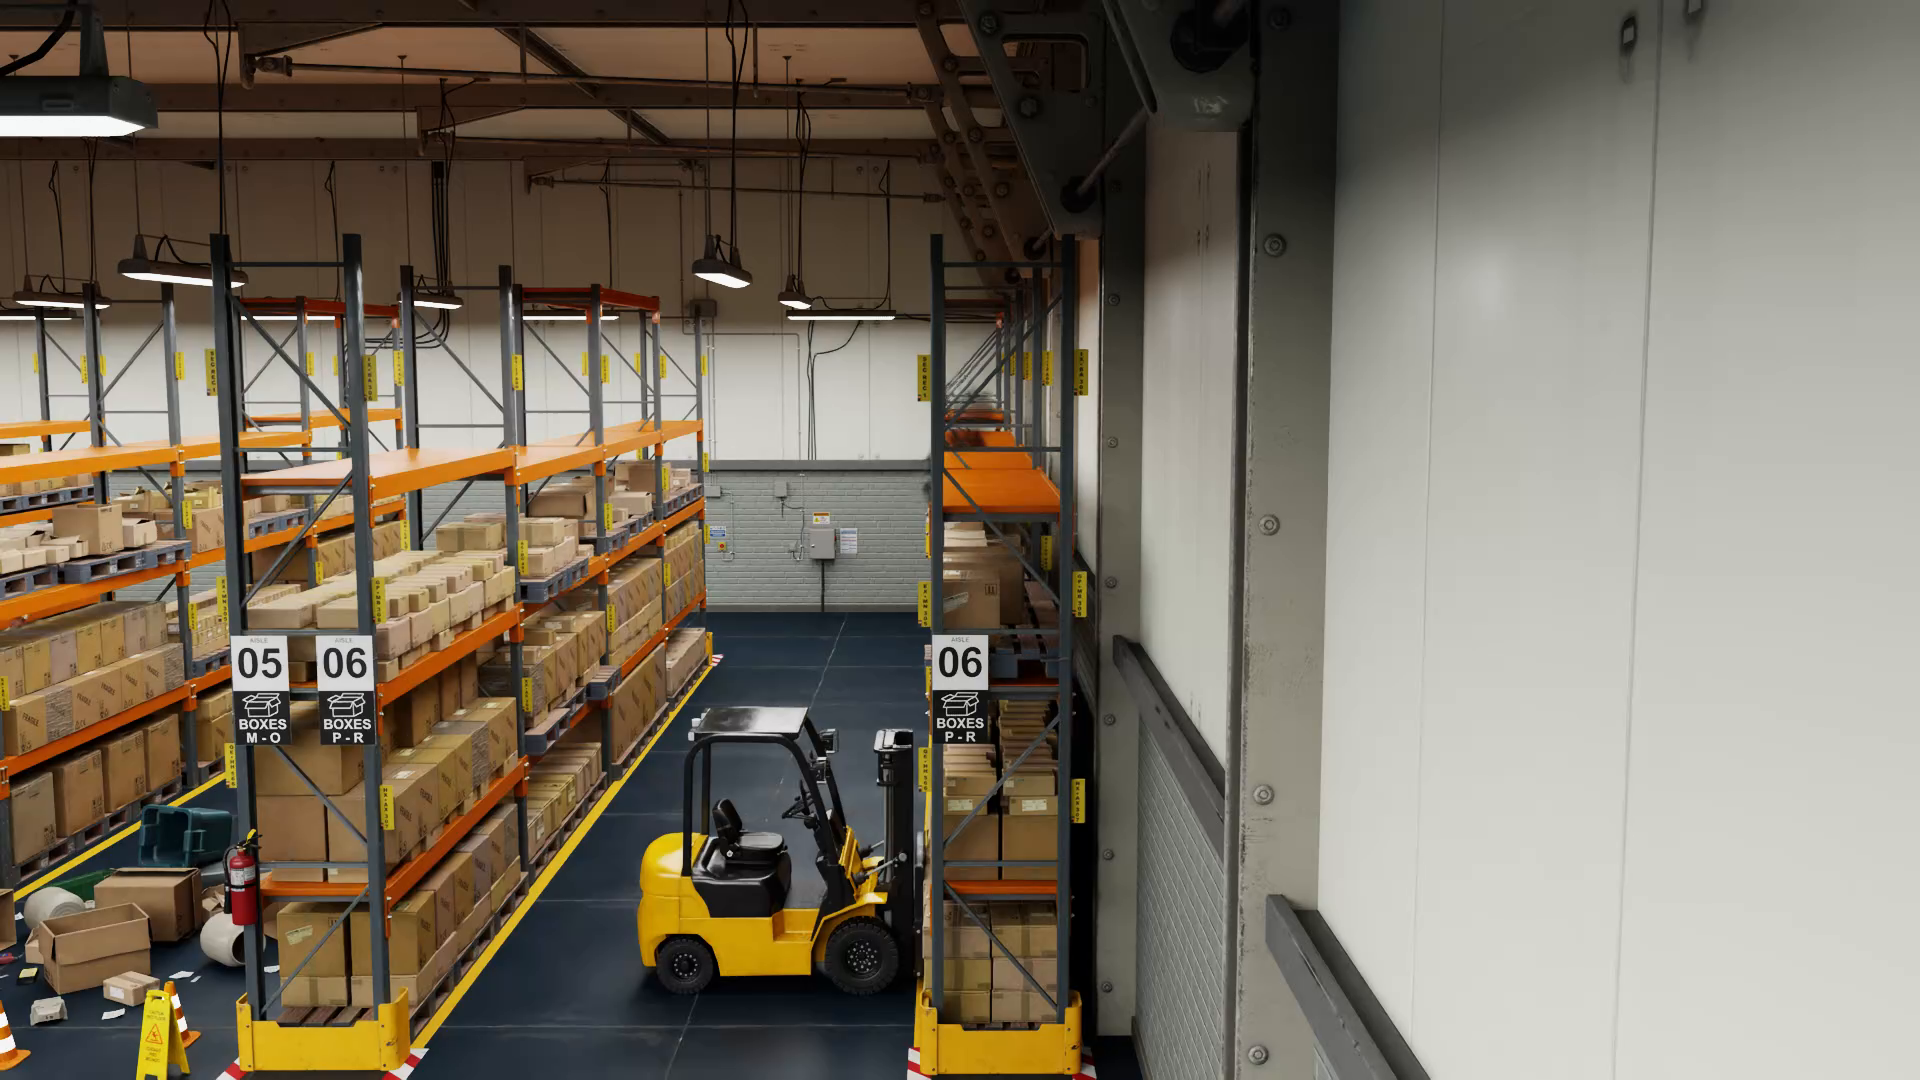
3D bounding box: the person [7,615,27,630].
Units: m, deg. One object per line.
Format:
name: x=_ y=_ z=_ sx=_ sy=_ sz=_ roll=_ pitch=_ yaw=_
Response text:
person: x=-12.832 y=1.790 z=22.798 sx=0.652 sy=1.743 sz=0.813 roll=-1 pitch=6 yaw=-8
